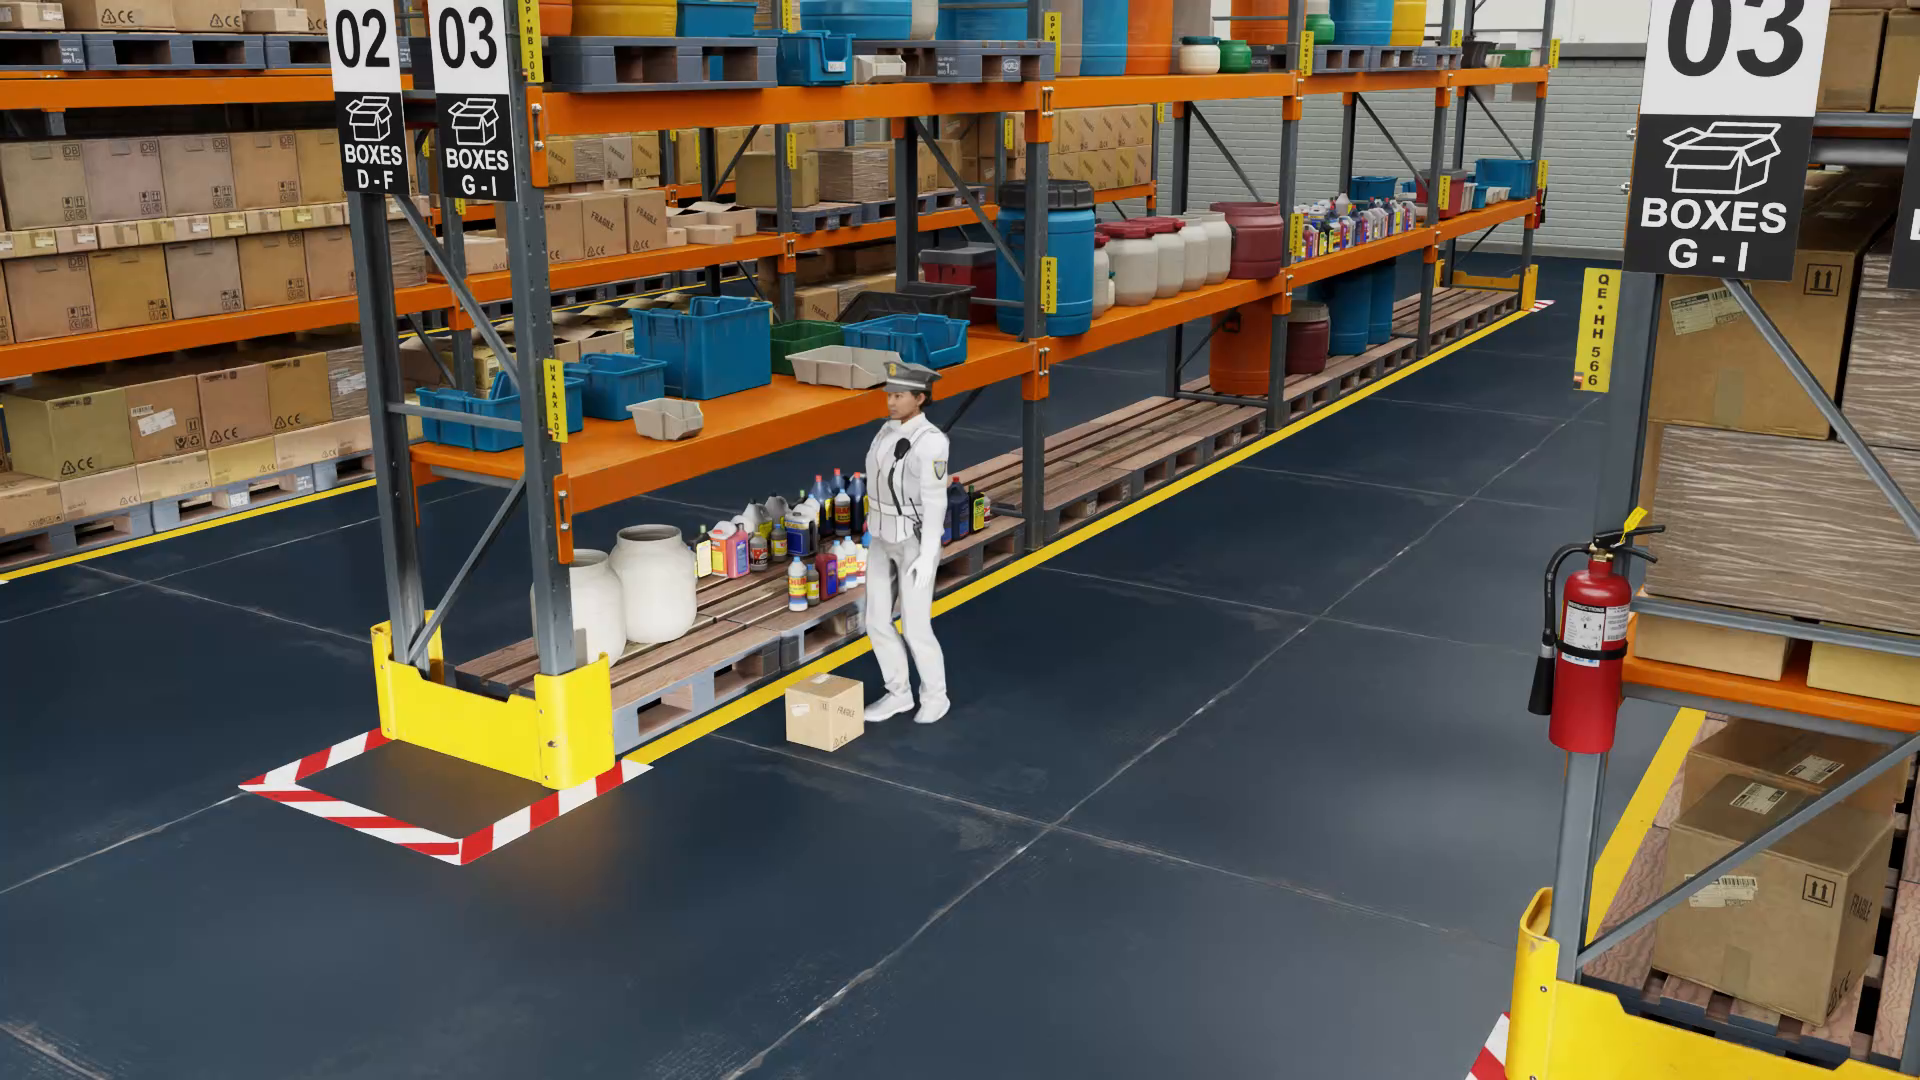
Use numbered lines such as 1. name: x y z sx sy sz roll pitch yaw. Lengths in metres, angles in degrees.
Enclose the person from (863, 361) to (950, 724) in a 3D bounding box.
1. person: -0.249 0.047 7.475 0.395 1.730 0.489 -12 20 -36
